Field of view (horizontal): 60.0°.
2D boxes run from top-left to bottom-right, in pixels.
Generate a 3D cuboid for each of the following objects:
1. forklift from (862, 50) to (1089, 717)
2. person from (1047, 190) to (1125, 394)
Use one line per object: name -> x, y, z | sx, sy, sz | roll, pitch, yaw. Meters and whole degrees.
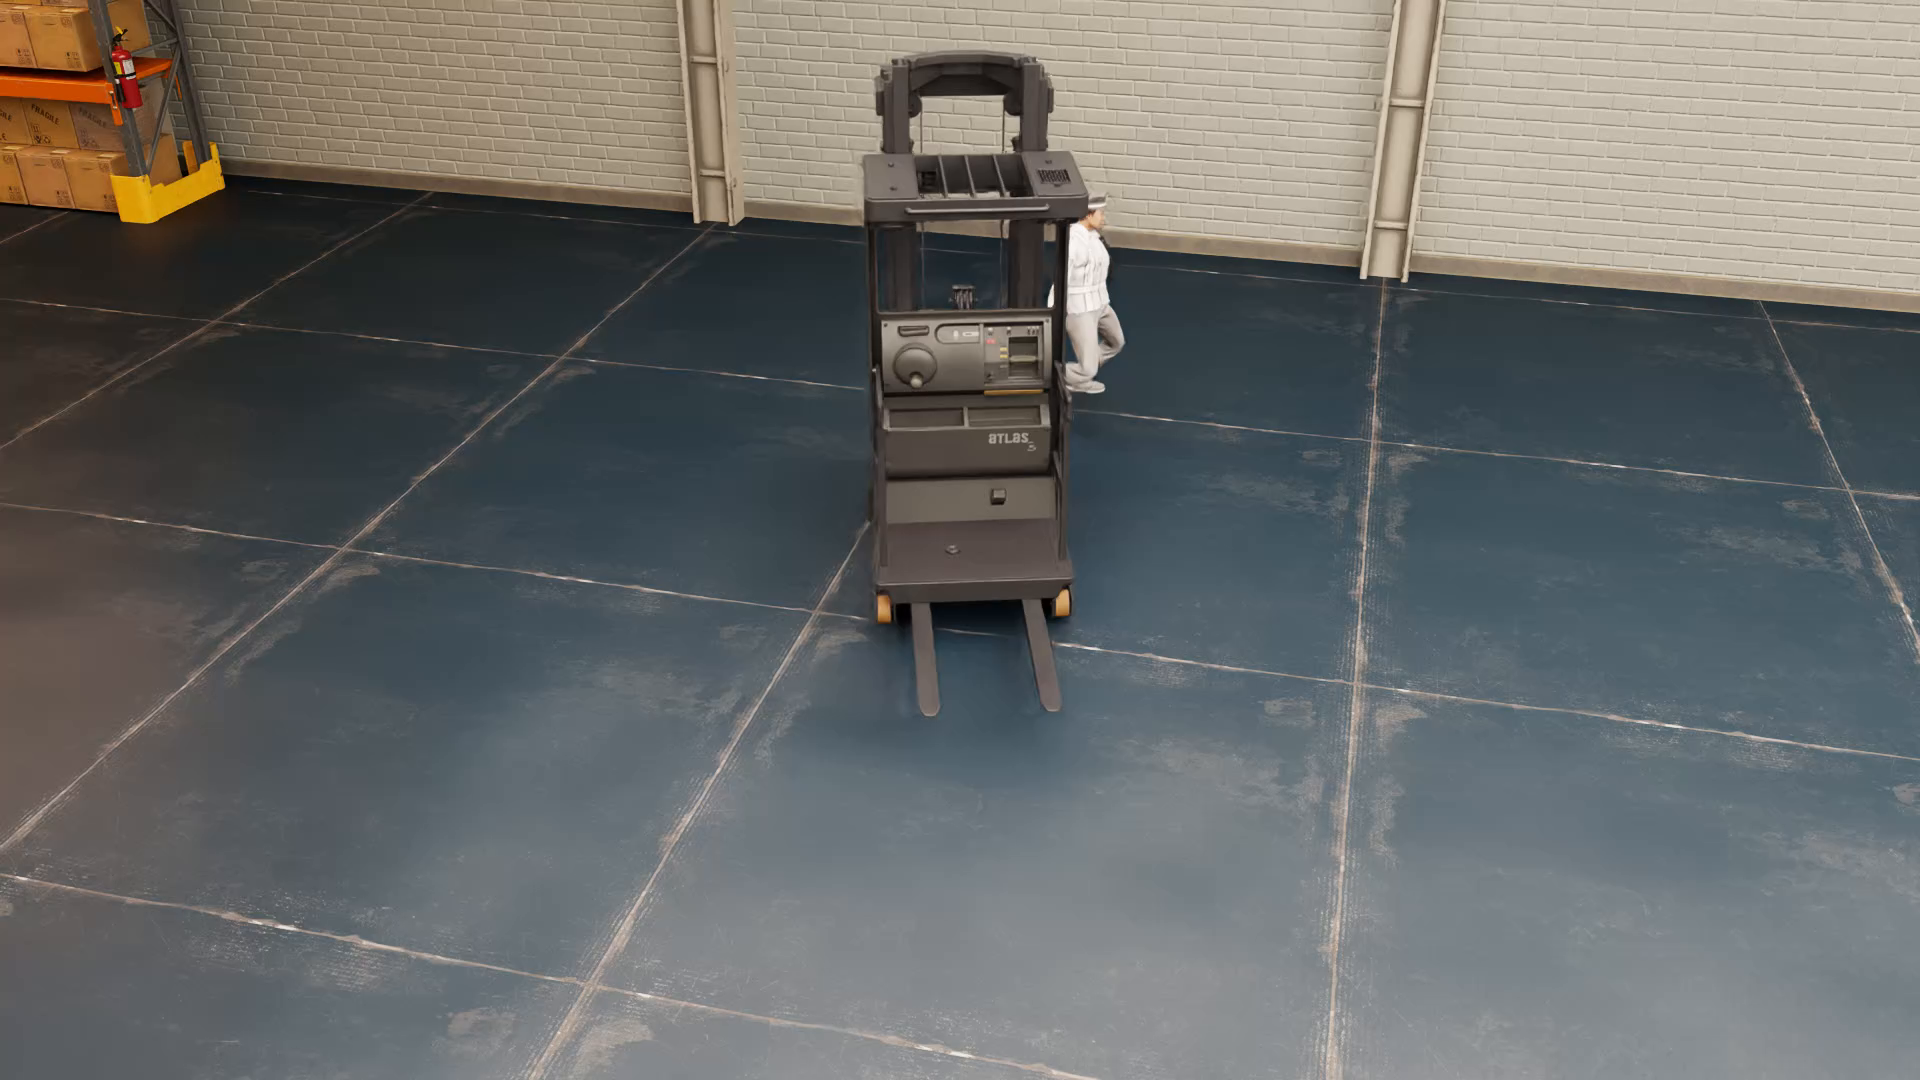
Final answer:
forklift -> 0.054, -0.973, 8.888 | 1.130, 2.935, 3.031 | -2, 30, -3
person -> 0.779, -1.584, 11.198 | 0.513, 1.523, 0.796 | 16, 33, 26
